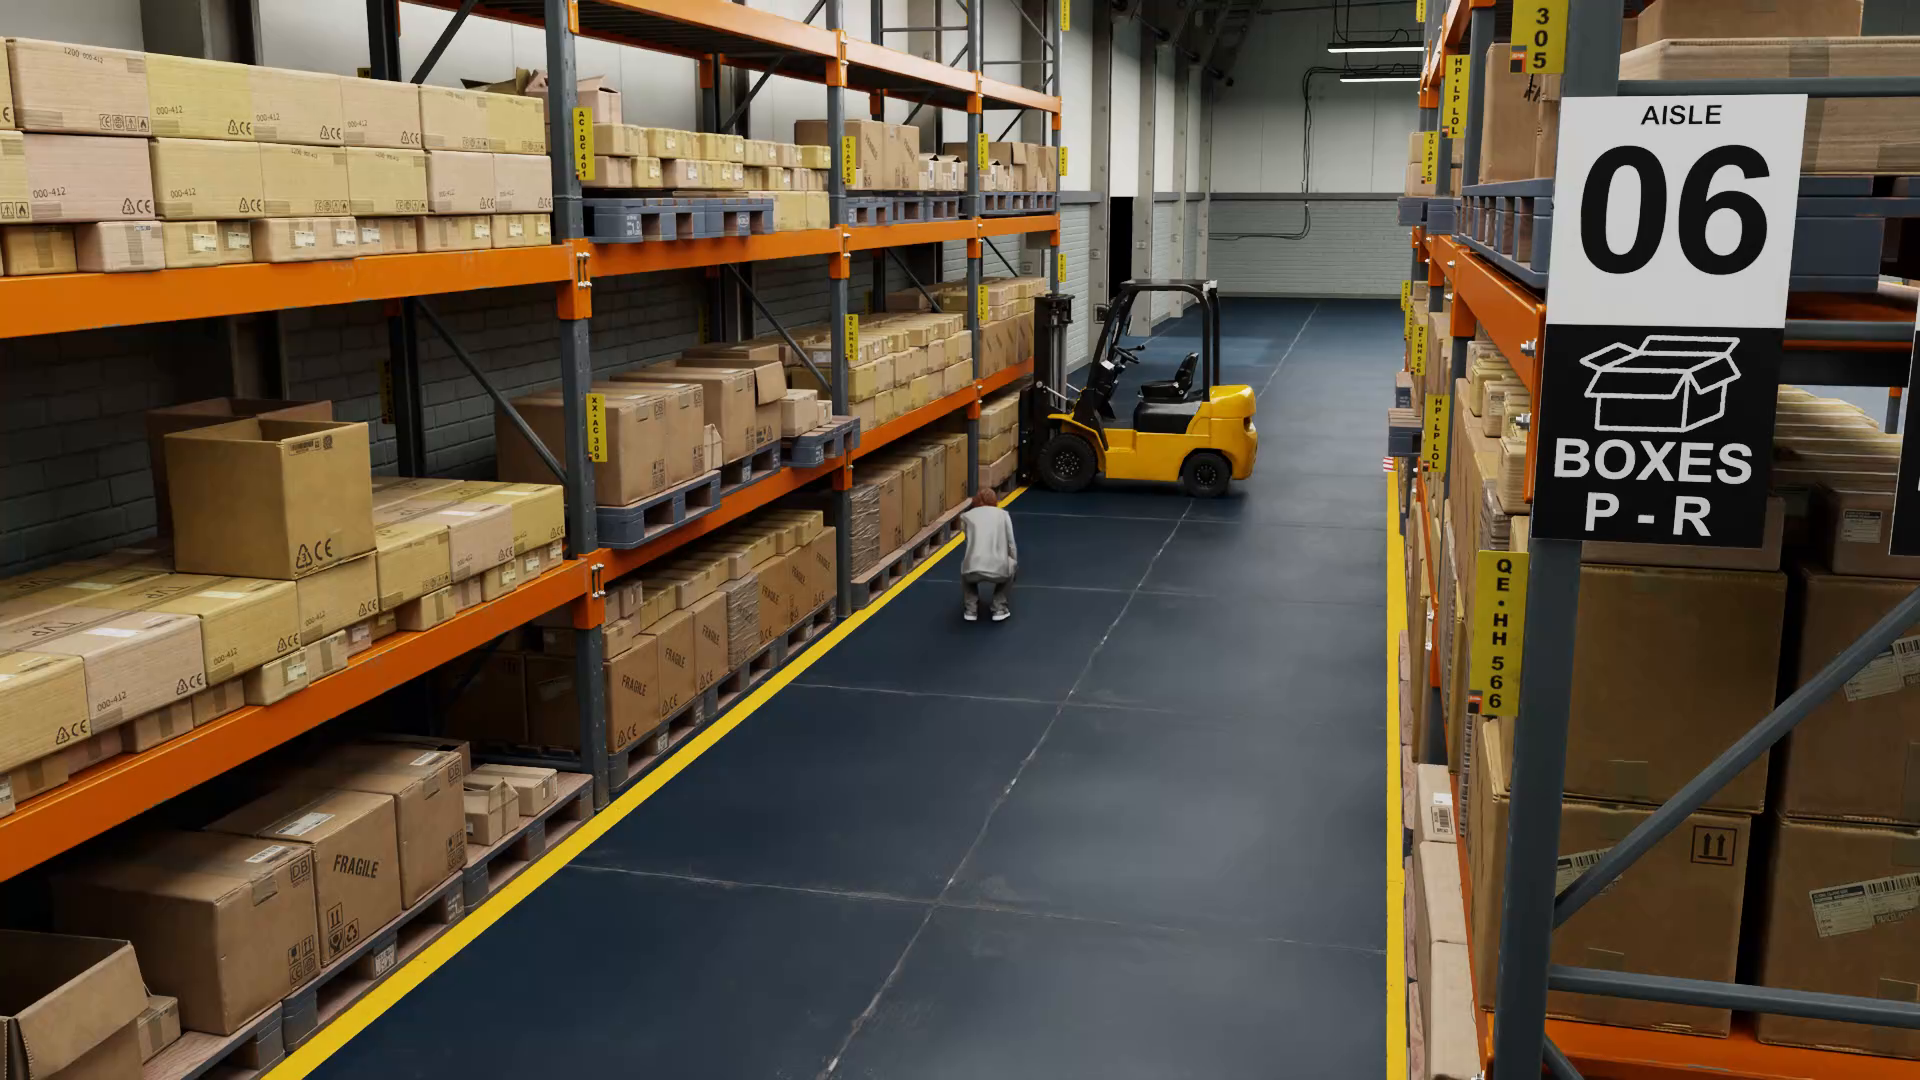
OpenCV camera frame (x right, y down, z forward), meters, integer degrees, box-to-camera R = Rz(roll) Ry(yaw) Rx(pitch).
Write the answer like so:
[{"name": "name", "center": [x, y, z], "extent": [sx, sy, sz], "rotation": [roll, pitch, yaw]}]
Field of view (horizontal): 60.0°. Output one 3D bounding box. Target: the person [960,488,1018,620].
[{"name": "person", "center": [0.208, 0.115, 12.173], "extent": [0.425, 0.896, 0.825], "rotation": [2, 12, 8]}]
